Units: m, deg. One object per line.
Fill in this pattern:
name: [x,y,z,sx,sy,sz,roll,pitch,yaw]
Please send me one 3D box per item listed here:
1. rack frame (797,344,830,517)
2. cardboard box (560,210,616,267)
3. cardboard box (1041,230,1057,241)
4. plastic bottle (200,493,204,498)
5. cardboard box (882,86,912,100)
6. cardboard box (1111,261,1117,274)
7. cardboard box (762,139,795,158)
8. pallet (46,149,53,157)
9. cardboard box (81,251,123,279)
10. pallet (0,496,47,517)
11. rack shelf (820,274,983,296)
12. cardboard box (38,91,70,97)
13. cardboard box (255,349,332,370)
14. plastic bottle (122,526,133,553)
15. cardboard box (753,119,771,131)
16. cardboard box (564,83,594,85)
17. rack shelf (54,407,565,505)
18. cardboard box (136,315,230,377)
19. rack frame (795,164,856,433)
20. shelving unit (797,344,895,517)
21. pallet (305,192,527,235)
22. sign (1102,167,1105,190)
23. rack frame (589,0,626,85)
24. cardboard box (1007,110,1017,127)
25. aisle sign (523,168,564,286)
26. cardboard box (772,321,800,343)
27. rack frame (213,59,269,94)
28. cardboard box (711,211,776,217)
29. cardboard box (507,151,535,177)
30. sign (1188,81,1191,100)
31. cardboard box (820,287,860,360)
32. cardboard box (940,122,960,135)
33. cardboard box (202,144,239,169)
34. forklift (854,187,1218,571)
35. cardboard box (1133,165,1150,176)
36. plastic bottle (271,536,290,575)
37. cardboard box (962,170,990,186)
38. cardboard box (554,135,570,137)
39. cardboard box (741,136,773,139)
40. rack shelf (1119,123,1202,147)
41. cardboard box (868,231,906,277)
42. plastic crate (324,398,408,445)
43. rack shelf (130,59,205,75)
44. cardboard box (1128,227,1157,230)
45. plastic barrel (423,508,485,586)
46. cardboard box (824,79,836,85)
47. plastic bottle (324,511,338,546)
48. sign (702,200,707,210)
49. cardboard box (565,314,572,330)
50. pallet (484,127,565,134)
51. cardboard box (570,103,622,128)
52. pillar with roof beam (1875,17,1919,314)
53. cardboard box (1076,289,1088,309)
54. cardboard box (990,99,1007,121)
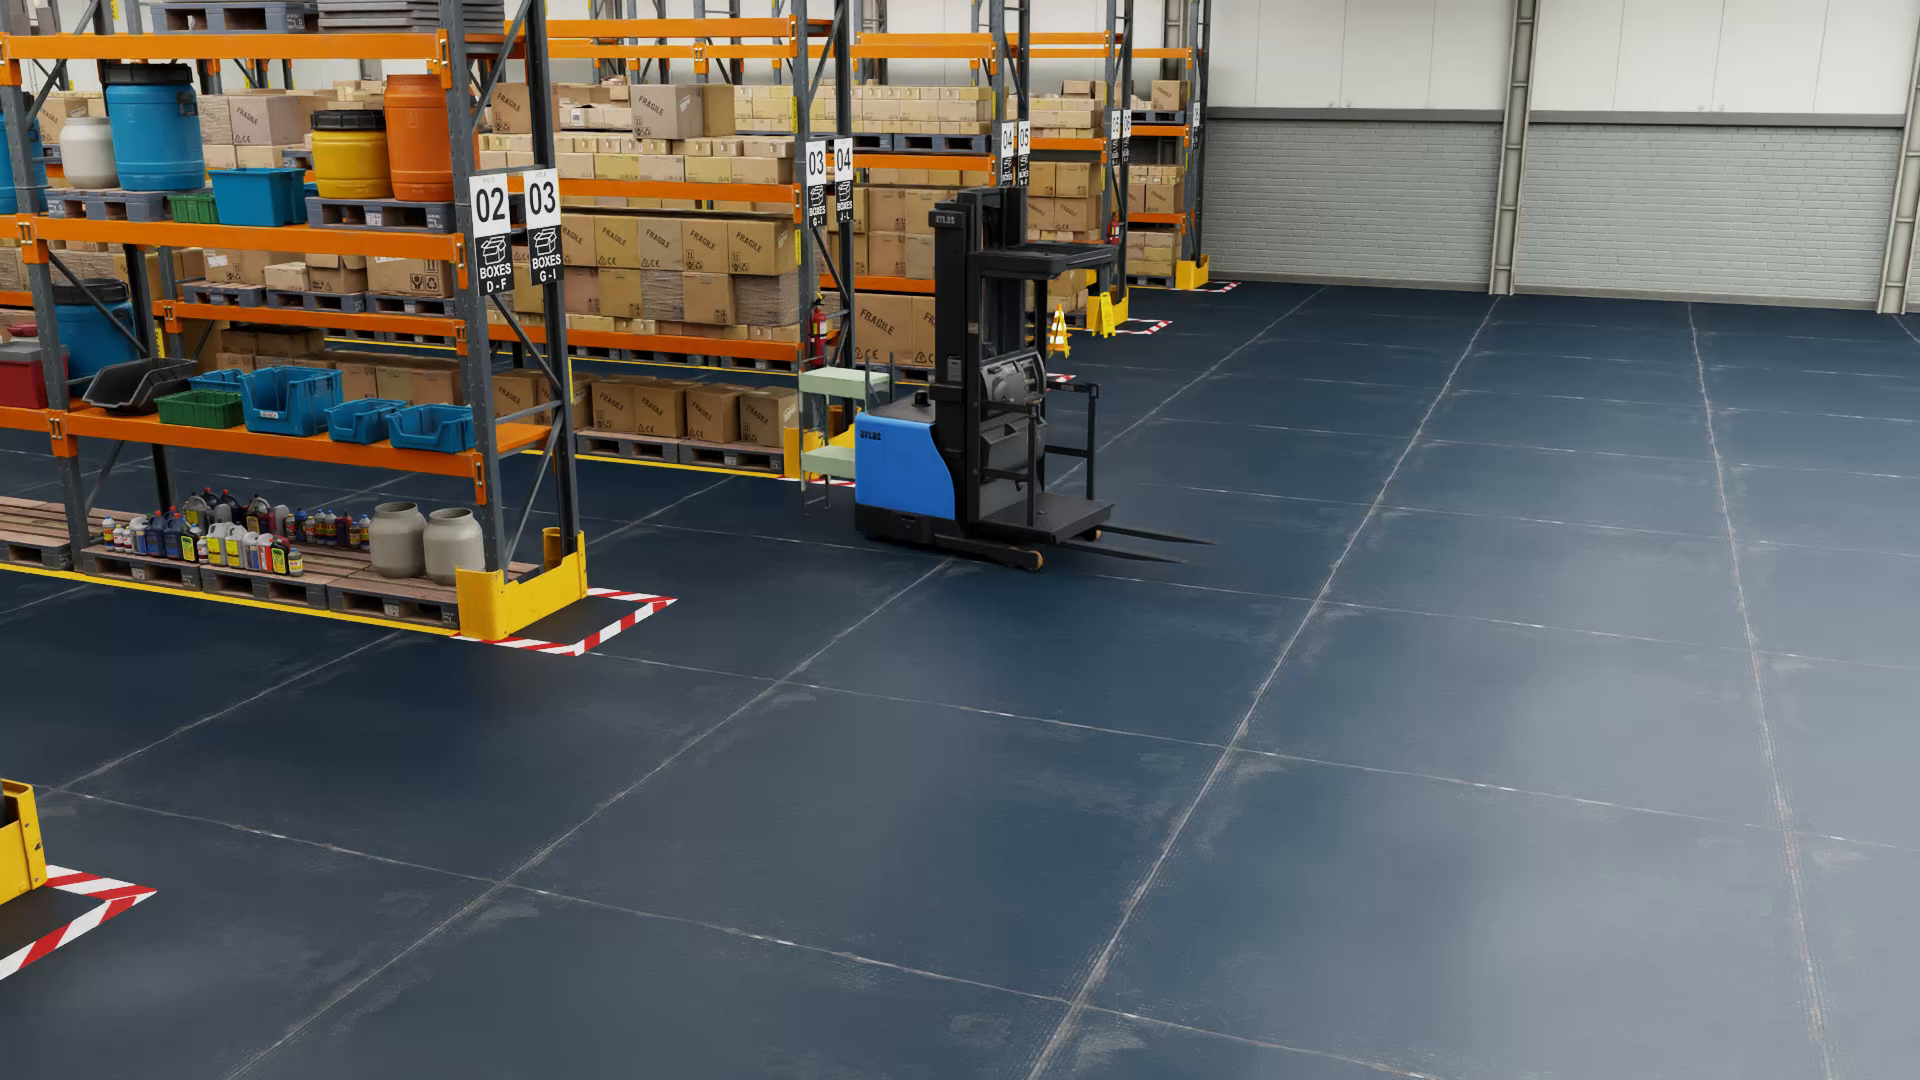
rack frame: [-1.306,-0.978,14.852,0.023,1.500,0.400,10,19,31]
cardboard box: [-3.762,-3.048,16.785,0.500,0.500,0.500,6,17,21]
cardboard box: [1.406,-4.643,25.236,0.250,0.149,0.380,6,17,20]
plastic bottle: [-6.267,-0.249,13.735,0.133,0.283,0.061,7,18,23]
cardboard box: [-0.764,-5.461,20.310,0.250,0.149,0.380,6,17,21]
cardboard box: [2.683,-4.994,30.173,0.500,0.250,0.500,6,17,21]
cardboard box: [-1.670,-3.689,15.674,0.250,0.149,0.380,6,17,21]
pallet: [-11.589,-4.677,19.866,1.217,0.209,0.805,6,17,18]
cardboard box: [-9.751,-3.087,19.246,0.500,0.500,0.500,6,17,20]
pallet: [-8.719,-0.162,14.352,1.213,0.211,1.003,6,17,21]
rack shelf: [-1.244,-3.317,21.508,4.000,0.370,1.077,6,17,21]
cardboard box: [-13.819,-6.771,25.395,0.250,0.149,0.380,7,18,23]
cardboard box: [-7.588,-1.894,19.012,0.500,0.500,0.700,5,17,16]
plastic bottle: [-6.511,-0.006,13.046,0.097,0.201,0.097,0,16,0]
cardboard box: [-2.417,-5.259,21.046,0.250,0.149,0.380,6,17,21]
cardboard box: [-7.564,-9.008,33.279,0.500,0.250,0.500,6,17,21]
rack shelf: [-4.975,-0.756,12.688,4.000,0.370,1.077,6,17,21]
cardboard box: [-9.373,-2.257,19.626,0.875,0.875,1.225,5,17,18]
rack frame: [-1.297,-2.181,16.308,0.127,3.000,1.000,6,17,21]
shelving unit: [-0.997,-0.923,14.663,0.755,1.500,0.431,10,19,31]
pallet: [-3.848,-2.357,11.870,1.213,0.211,1.003,6,17,21]
sign: [2.117,-5.318,24.467,0.005,0.325,0.100,6,17,21]
rack frame: [-7.006,-10.148,32.989,0.127,3.000,1.000,6,17,21]
cardboard box: [0.812,-6.349,25.019,0.500,0.250,0.500,7,18,22]
aisle sign: [-2.940,-2.214,11.757,0.004,0.787,0.394,6,17,21]
cardboard box: [-1.638,-2.036,16.259,0.250,0.149,0.380,6,17,21]
rack frame: [-10.546,-7.566,24.095,0.127,3.000,1.000,6,17,21]
cardboard box: [-2.171,-3.032,16.733,0.500,0.500,0.500,6,17,21]
cardboard box: [-4.199,-3.794,16.751,0.500,0.250,0.500,6,17,20]
sign: [3.945,-7.728,28.586,0.005,0.325,0.100,6,17,21]
cardboard box: [-1.705,-2.874,21.752,0.875,0.875,0.875,6,17,21]
cardboard box: [-0.051,-4.999,20.151,0.250,0.149,0.380,6,17,21]
cardboard box: [-7.918,-4.202,18.155,0.500,0.250,0.500,7,17,22]
forklift: [0.611,-1.327,13.487,3.031,2.935,1.130,10,19,31]
cardboard box: [3.252,-6.561,29.516,0.250,0.149,0.380,7,17,22]
plastic bottle: [-5.099,0.115,12.481,0.133,0.283,0.061,7,17,22]
cardboard box: [0.390,-5.585,25.524,0.500,0.500,0.700,6,17,20]
cardboard box: [-4.067,-3.981,16.679,0.250,0.149,0.380,7,18,22]
cardboard box: [-1.954,-3.875,16.315,0.250,0.149,0.380,6,17,20]
rack shelf: [2.296,-7.339,29.984,4.000,0.370,1.077,6,17,21]
cardboard box: [-0.740,-3.696,21.256,0.550,0.550,0.875,6,17,21]
plastic crate: [-4.292,-0.867,12.047,0.408,0.251,0.499,6,17,21]
rack shelf: [-10.600,-5.548,19.151,4.000,0.370,1.077,6,17,21]
cardboard box: [3.313,-5.549,30.293,0.500,0.250,0.500,6,17,21]
plastic barrel: [-3.755,0.049,12.335,0.421,0.512,0.421,0,16,0]
cardboard box: [-2.195,-8.433,31.350,0.500,0.500,0.700,6,17,20]
plastic bottle: [-5.006,-0.099,13.240,0.097,0.271,0.097,0,16,0]
sign: [-3.294,-4.243,21.474,0.005,0.325,0.100,6,17,21]
cardboard box: [-4.004,-2.263,17.040,0.250,0.149,0.380,6,17,21]
pallet: [-6.207,-5.574,22.951,1.003,0.211,1.213,7,18,23]
cardboard box: [-4.816,-5.636,22.056,0.500,0.311,0.500,6,17,19]
pillar with roof beam: [13.423,-6.881,21.736,0.400,9.000,9.100,6,17,21]
cardboard box: [1.690,-3.787,26.017,0.500,0.250,0.500,6,17,20]
cardboard box: [0.262,-5.334,20.591,0.500,0.250,0.500,6,17,21]
